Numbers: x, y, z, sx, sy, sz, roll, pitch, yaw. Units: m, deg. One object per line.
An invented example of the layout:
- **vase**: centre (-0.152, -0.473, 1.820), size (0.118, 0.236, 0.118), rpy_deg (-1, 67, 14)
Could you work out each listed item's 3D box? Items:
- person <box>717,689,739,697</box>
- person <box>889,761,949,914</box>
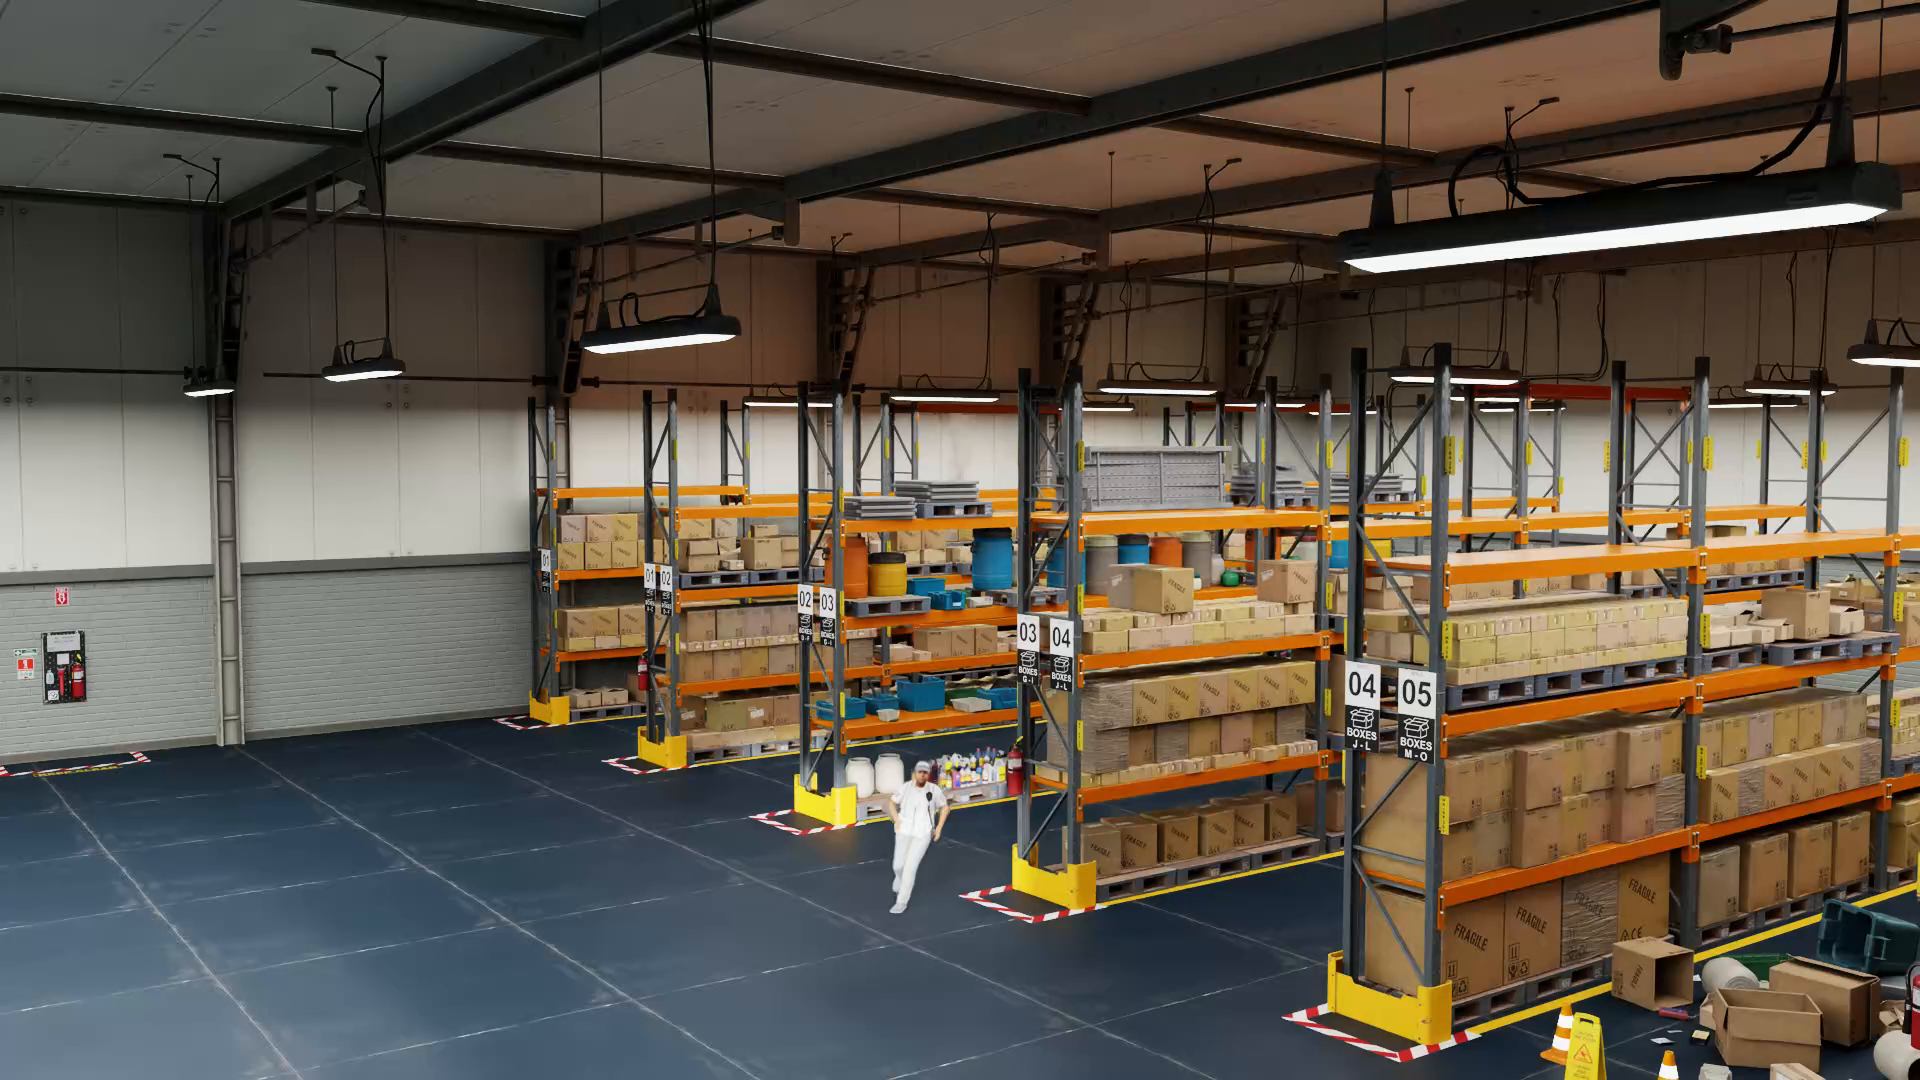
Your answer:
- **person**: centre (-4.054, 2.592, 29.614), size (0.671, 1.715, 0.716), rpy_deg (3, 5, 43)
- **person**: centre (-0.481, 3.262, 18.477), size (0.675, 1.622, 0.848), rpy_deg (1, 3, 9)
